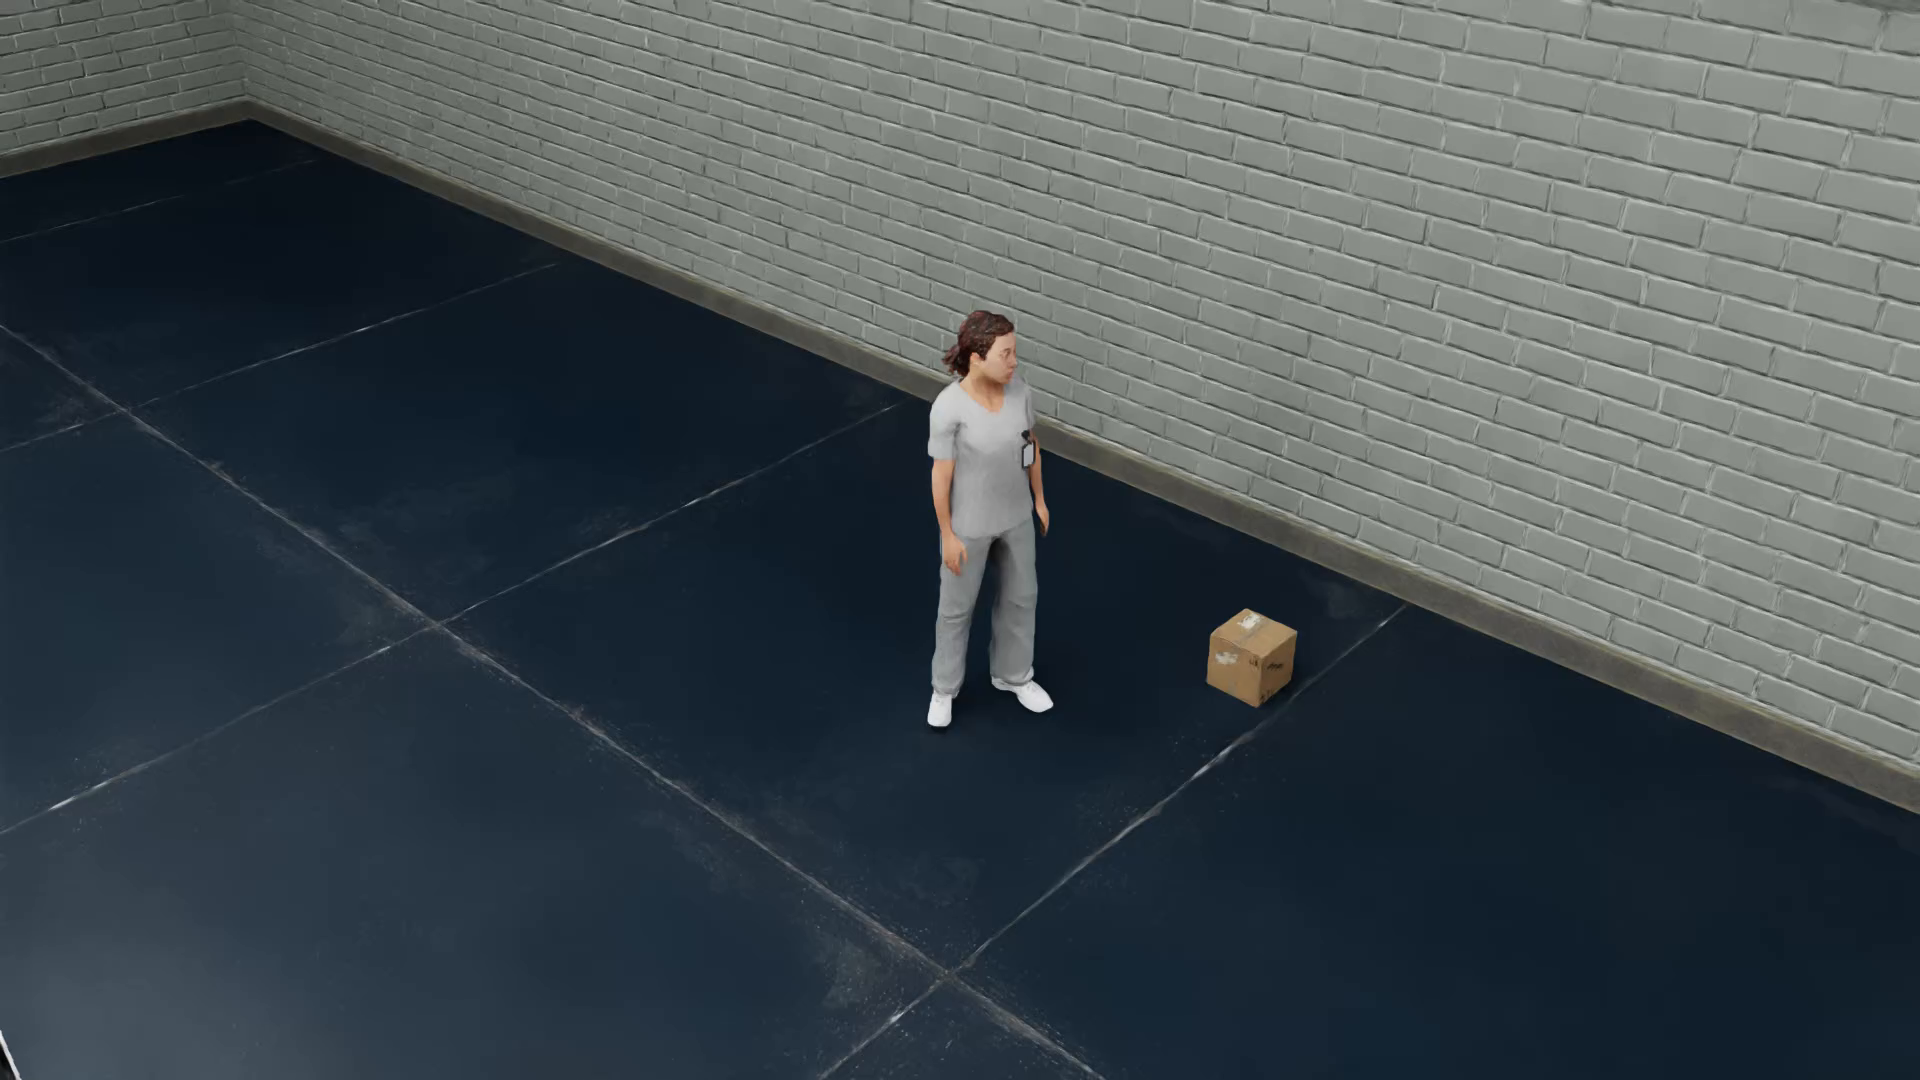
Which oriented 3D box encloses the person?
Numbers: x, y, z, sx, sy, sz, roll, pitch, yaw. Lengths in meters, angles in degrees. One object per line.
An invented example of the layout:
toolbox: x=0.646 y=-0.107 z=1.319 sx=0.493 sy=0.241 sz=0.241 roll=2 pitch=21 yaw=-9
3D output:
person: x=0.098 y=-0.063 z=6.200 sx=0.540 sy=1.679 sz=0.366 roll=-16 pitch=35 yaw=-25
